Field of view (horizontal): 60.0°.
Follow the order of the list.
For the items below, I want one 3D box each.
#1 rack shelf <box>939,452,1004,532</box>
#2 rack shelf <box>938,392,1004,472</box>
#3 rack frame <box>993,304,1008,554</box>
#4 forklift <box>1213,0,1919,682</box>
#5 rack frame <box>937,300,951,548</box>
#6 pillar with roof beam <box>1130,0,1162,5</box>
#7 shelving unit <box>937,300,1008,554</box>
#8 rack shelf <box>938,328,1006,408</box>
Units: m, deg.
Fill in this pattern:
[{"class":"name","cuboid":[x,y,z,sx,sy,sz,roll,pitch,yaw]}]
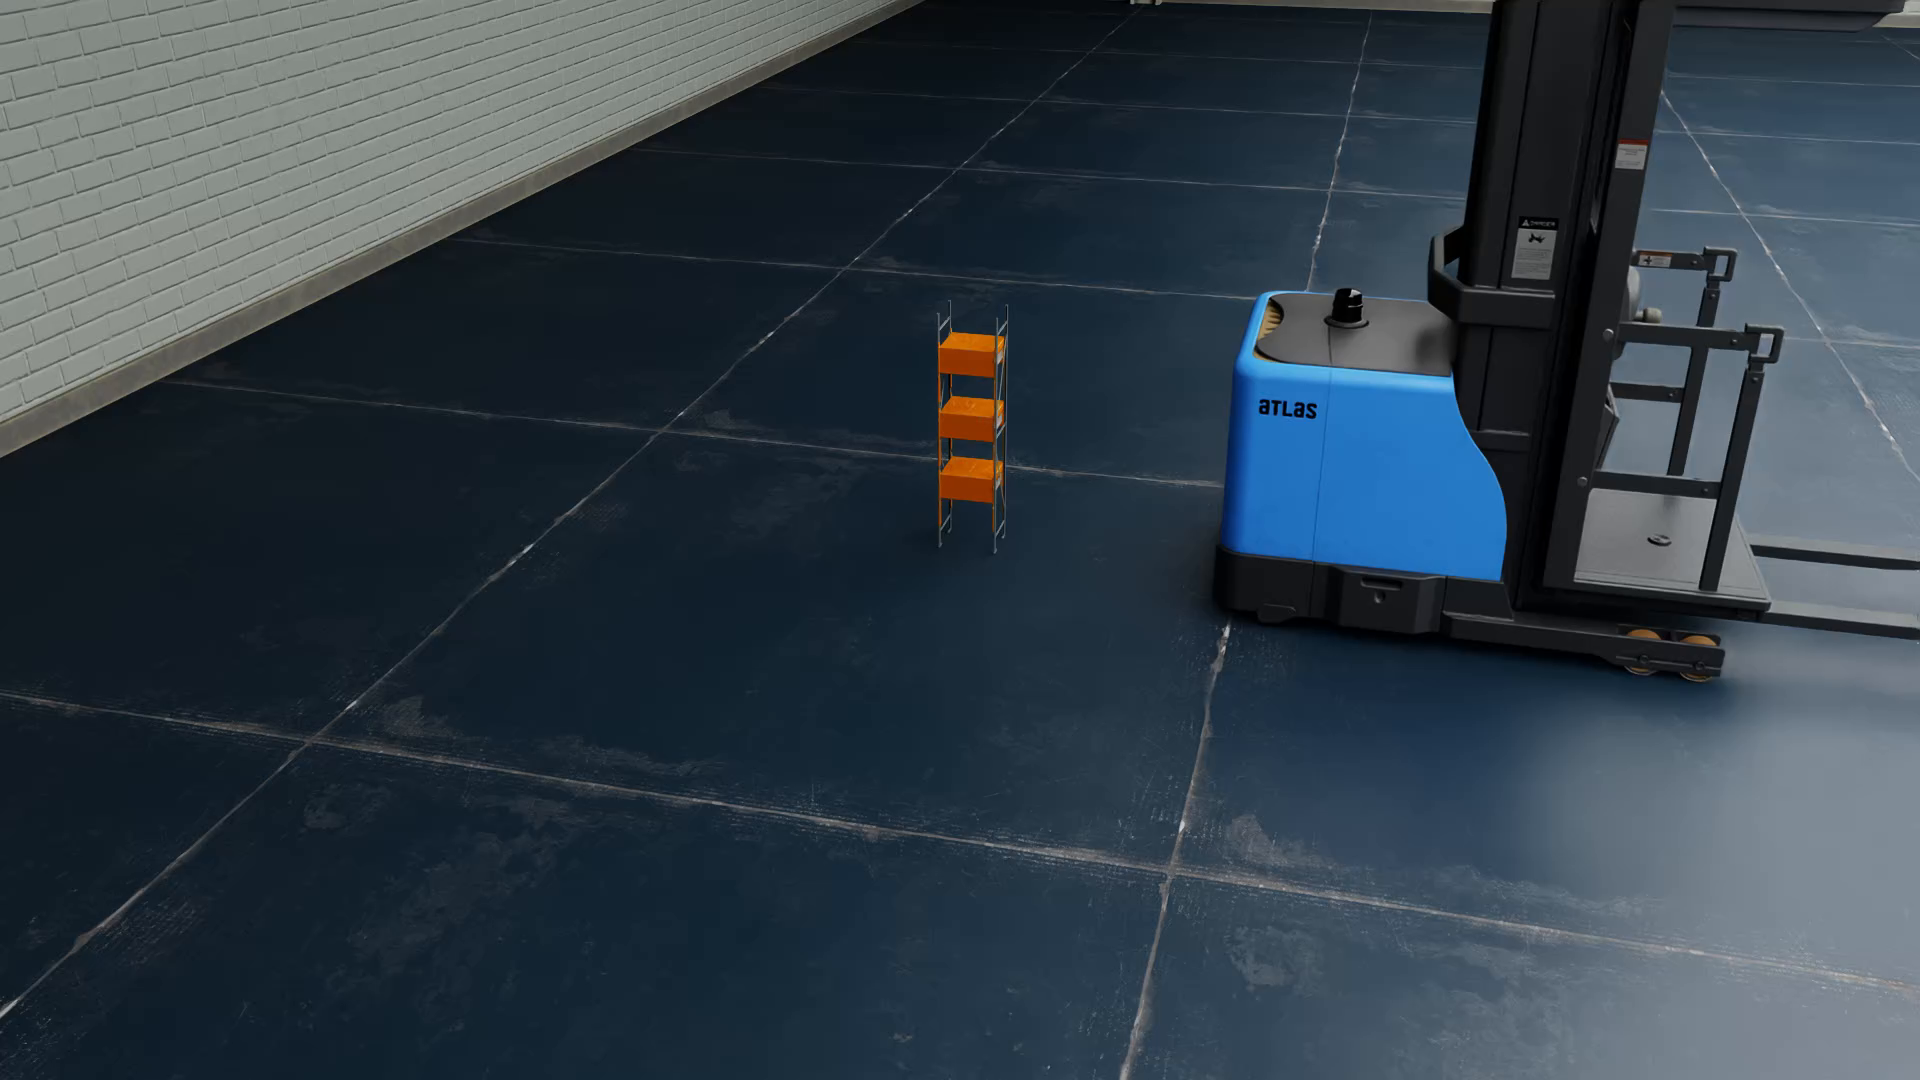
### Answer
[{"class":"rack shelf","cuboid":[0.052,-0.208,7.136,0.240,0.259,0.215,6,26,13]},{"class":"rack shelf","cuboid":[0.052,-0.459,7.017,0.240,0.259,0.215,6,26,13]},{"class":"rack frame","cuboid":[0.170,-0.455,6.985,0.008,1.050,0.200,6,26,13]},{"class":"forklift","cuboid":[2.580,-1.053,6.051,3.031,2.935,1.130,6,26,13]},{"class":"rack frame","cuboid":[-0.066,-0.481,7.040,0.008,1.050,0.200,6,26,13]},{"class":"pillar with roof beam","cuboid":[1.450,-9.558,16.858,0.400,9.000,9.100,6,26,13]},{"class":"shelving unit","cuboid":[0.052,-0.468,7.012,0.252,1.050,0.215,6,26,13]},{"class":"rack shelf","cuboid":[0.052,-0.715,6.895,0.240,0.259,0.215,6,26,13]}]
